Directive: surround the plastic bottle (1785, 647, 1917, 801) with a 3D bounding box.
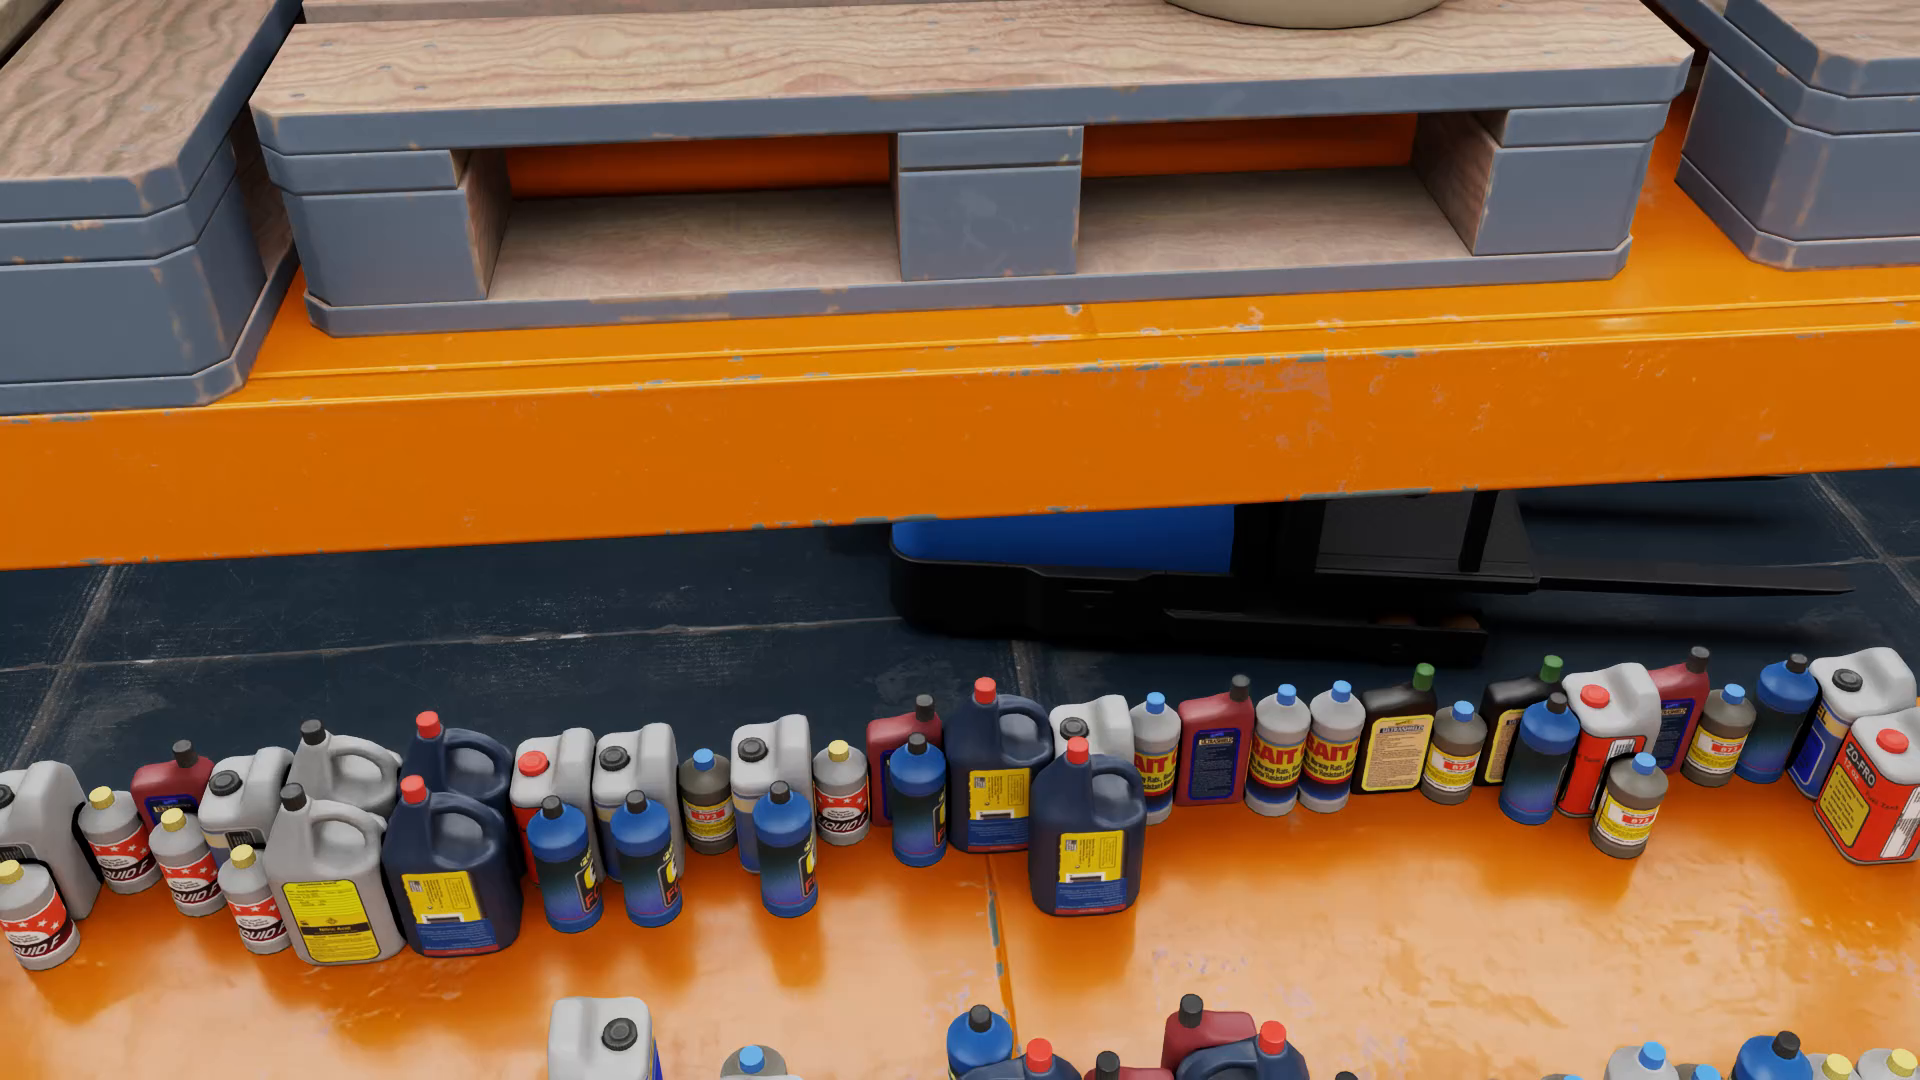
[{"bbox_3d":[1.606,0.325,3.017,0.135,0.276,0.152,-3,38,-4],"label":"plastic bottle"}]

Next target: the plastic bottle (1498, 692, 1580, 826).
[{"bbox_3d":[1.033,0.379,2.952,0.097,0.271,0.097,0,38,0],"label":"plastic bottle"}]

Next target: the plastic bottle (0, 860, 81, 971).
[{"bbox_3d":[-1.525,0.604,2.723,0.097,0.201,0.097,0,38,0],"label":"plastic bottle"}]

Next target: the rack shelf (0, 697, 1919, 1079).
[{"bbox_3d":[0.074,0.844,2.840,4.000,0.370,1.077,-3,38,-4],"label":"rack shelf"}]

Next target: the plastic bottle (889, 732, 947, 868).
[{"bbox_3d":[-0.072,0.440,2.875,0.097,0.271,0.097,0,38,0],"label":"plastic bottle"}]

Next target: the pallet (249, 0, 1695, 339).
[{"bbox_3d":[-0.017,-0.600,1.819,1.213,0.211,1.003,-3,38,-4],"label":"pallet"}]

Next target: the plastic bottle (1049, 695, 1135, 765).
[{"bbox_3d":[0.225,0.401,2.921,0.135,0.276,0.152,-3,38,-4],"label":"plastic bottle"}]

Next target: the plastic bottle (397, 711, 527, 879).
[{"bbox_3d":[-0.848,0.428,2.826,0.185,0.351,0.144,-3,38,-4],"label":"plastic bottle"}]

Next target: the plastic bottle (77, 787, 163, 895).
[{"bbox_3d":[-1.441,0.505,2.849,0.097,0.201,0.097,0,38,0],"label":"plastic bottle"}]

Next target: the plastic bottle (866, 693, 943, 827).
[{"bbox_3d":[-0.097,0.387,2.932,0.133,0.283,0.061,-3,38,-4],"label":"plastic bottle"}]

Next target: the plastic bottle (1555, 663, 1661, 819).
[{"bbox_3d":[1.145,0.350,2.985,0.135,0.276,0.152,-3,38,-4],"label":"plastic bottle"}]

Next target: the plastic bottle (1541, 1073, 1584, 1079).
[{"bbox_3d":[0.870,0.849,2.412,0.097,0.201,0.097,0,38,0],"label":"plastic bottle"}]

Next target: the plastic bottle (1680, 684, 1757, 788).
[{"bbox_3d":[1.391,0.349,3.047,0.097,0.201,0.097,0,38,0],"label":"plastic bottle"}]

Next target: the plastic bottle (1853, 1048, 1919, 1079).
[{"bbox_3d":[1.354,0.823,2.446,0.097,0.201,0.097,0,38,0],"label":"plastic bottle"}]

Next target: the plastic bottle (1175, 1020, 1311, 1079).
[{"bbox_3d":[0.400,0.802,2.352,0.185,0.351,0.144,-3,38,-4],"label":"plastic bottle"}]

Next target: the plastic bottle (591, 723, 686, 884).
[{"bbox_3d":[-0.554,0.444,2.866,0.135,0.276,0.152,-3,38,-4],"label":"plastic bottle"}]

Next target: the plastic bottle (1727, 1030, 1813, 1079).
[{"bbox_3d":[1.160,0.806,2.411,0.097,0.271,0.097,0,38,0],"label":"plastic bottle"}]

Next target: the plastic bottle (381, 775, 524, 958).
[{"bbox_3d":[-0.835,0.517,2.713,0.185,0.351,0.144,-3,38,-4],"label":"plastic bottle"}]

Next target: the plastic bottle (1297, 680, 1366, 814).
[{"bbox_3d":[0.665,0.361,2.975,0.097,0.271,0.097,0,38,0],"label":"plastic bottle"}]

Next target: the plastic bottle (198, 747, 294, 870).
[{"bbox_3d":[-1.191,0.479,2.822,0.135,0.276,0.152,-3,38,-4],"label":"plastic bottle"}]

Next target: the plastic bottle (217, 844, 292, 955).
[{"bbox_3d":[-1.161,0.584,2.749,0.097,0.201,0.097,0,38,0],"label":"plastic bottle"}]

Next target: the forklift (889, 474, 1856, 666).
[{"bbox_3d":[1.318,-1.097,4.775,3.031,2.935,1.130,3,38,3],"label":"forklift"}]

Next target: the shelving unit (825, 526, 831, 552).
[{"bbox_3d":[-0.323,-0.427,5.444,0.252,1.050,0.215,3,38,3],"label":"shelving unit"}]

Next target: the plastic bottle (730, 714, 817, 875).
[{"bbox_3d":[-0.323,0.431,2.883,0.135,0.276,0.152,-3,38,-4],"label":"plastic bottle"}]

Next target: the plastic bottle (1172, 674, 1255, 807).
[{"bbox_3d":[0.451,0.357,2.970,0.133,0.283,0.061,-3,38,-4],"label":"plastic bottle"}]

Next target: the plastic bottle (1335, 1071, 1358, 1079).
[{"bbox_3d":[0.562,0.845,2.351,0.133,0.283,0.061,-3,38,-4],"label":"plastic bottle"}]

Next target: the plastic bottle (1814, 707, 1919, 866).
[{"bbox_3d":[1.620,0.418,2.898,0.135,0.276,0.152,-3,38,-4],"label":"plastic bottle"}]

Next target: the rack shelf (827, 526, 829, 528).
[{"bbox_3d":[-0.323,-0.201,5.622,0.240,0.259,0.215,3,38,3],"label":"rack shelf"}]

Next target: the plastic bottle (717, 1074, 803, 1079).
[{"bbox_3d":[-0.270,0.866,2.331,0.135,0.276,0.152,-3,38,-4],"label":"plastic bottle"}]

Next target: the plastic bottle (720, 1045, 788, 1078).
[{"bbox_3d":[-0.300,0.819,2.451,0.097,0.201,0.097,0,38,0],"label":"plastic bottle"}]

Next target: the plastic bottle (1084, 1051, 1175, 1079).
[{"bbox_3d":[0.240,0.825,2.377,0.133,0.283,0.061,-3,38,-4],"label":"plastic bottle"}]

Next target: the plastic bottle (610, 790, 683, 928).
[{"bbox_3d":[-0.525,0.521,2.772,0.097,0.271,0.097,0,38,0],"label":"plastic bottle"}]

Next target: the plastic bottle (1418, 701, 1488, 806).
[{"bbox_3d":[0.895,0.376,3.012,0.097,0.201,0.097,0,38,0],"label":"plastic bottle"}]
